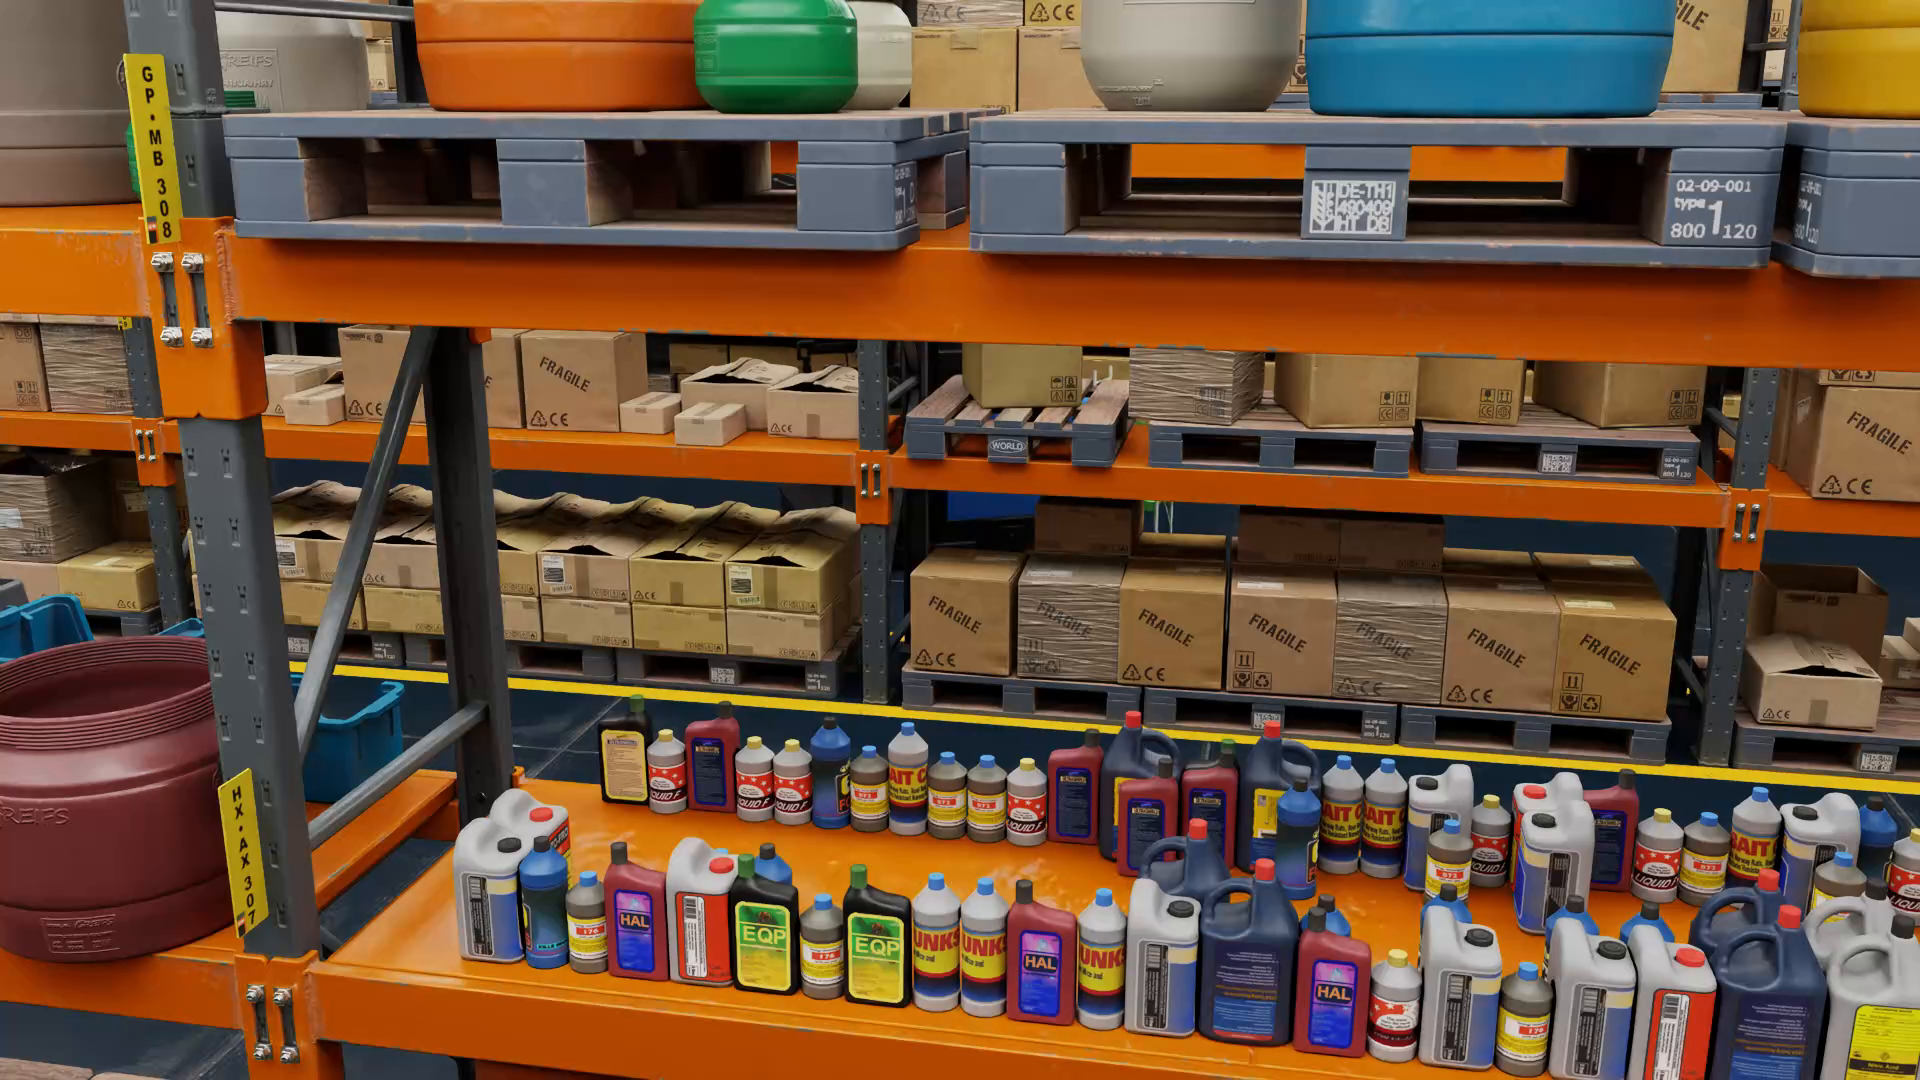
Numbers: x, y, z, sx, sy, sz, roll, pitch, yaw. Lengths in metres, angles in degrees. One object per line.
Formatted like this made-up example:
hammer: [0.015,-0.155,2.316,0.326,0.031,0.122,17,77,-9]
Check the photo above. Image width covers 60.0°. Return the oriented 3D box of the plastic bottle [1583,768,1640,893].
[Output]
plastic bottle: [1.451,0.649,3.747,0.133,0.283,0.061,3,16,11]

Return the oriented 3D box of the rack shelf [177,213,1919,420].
rack shelf: [0.636,-0.434,3.167,4.000,0.370,1.077,3,16,11]

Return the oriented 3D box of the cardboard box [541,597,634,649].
cardboard box: [-1.895,0.368,8.910,0.500,0.250,0.500,3,16,12]

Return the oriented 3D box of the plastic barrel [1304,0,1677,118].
plastic barrel: [0.893,-1.169,2.747,0.708,0.901,0.600,3,16,11]

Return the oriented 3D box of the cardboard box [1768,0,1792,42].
cardboard box: [5.718,-3.668,11.399,0.500,0.500,0.500,3,16,10]

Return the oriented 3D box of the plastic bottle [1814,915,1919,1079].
plastic bottle: [1.630,0.832,2.962,0.185,0.351,0.144,3,16,11]

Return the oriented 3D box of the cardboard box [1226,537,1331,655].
cardboard box: [1.653,0.298,8.655,0.500,0.500,0.500,3,16,9]

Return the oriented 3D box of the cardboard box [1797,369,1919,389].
cardboard box: [3.992,-0.955,7.262,0.500,0.500,0.500,4,16,13]

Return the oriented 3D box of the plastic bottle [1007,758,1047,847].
plastic bottle: [0.161,0.624,3.993,0.097,0.201,0.097,0,15,0]

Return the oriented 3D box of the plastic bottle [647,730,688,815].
plastic bottle: [-0.733,0.575,4.168,0.097,0.201,0.097,0,15,0]

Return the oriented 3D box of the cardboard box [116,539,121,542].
cardboard box: [-5.136,0.041,10.088,0.500,0.250,0.500,3,16,11]

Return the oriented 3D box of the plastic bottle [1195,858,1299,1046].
plastic bottle: [0.550,0.773,3.173,0.185,0.351,0.144,3,16,11]

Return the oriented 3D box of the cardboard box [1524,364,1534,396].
cardboard box: [3.907,-0.987,12.676,0.750,0.750,0.750,3,16,12]

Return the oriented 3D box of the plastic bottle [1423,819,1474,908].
plastic bottle: [1.077,0.715,3.664,0.097,0.201,0.097,0,15,0]

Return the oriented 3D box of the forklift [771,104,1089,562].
forklift: [-0.655,-1.339,10.835,3.031,2.935,1.130,-4,16,-15]

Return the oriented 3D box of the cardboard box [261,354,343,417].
cardboard box: [-3.762,-0.863,9.268,0.500,0.250,0.500,4,16,15]

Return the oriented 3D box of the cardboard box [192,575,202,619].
cardboard box: [-3.907,0.259,9.301,0.500,0.250,0.500,3,16,10]

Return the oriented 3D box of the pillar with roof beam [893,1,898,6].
pillar with roof beam: [-1.309,-4.093,9.412,0.400,9.000,9.100,3,16,11]

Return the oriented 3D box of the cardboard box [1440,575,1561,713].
cardboard box: [2.563,0.489,7.967,0.500,0.500,0.500,3,16,11]

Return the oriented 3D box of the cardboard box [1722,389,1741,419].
cardboard box: [5.582,-0.998,12.156,0.250,0.149,0.380,4,16,13]

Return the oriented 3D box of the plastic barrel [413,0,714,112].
plastic barrel: [-0.768,-1.265,3.230,0.708,0.830,0.600,3,16,11]

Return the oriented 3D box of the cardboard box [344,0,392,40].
cardboard box: [-3.094,-2.819,8.521,0.500,0.500,0.500,5,16,16]

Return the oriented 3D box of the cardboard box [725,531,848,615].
cardboard box: [-0.896,0.152,8.637,0.500,0.311,0.500,4,16,13]

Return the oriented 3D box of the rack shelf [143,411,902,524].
rack shelf: [-2.293,-0.496,9.013,4.000,0.370,1.077,3,16,11]

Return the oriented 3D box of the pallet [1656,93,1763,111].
pallet: [2.961,-1.932,7.581,1.003,0.211,1.213,3,16,11]

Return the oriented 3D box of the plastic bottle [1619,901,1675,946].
plastic bottle: [1.300,0.817,3.163,0.097,0.271,0.097,0,15,0]

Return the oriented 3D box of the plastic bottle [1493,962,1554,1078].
plastic bottle: [1.042,0.879,3.074,0.097,0.201,0.097,0,15,0]

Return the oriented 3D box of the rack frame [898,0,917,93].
rack frame: [-0.333,-3.628,7.732,0.127,3.000,1.000,3,16,11]

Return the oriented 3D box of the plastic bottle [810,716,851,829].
plastic bottle: [-0.316,0.564,4.077,0.097,0.271,0.097,0,15,0]

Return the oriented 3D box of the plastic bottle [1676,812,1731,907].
plastic bottle: [1.656,0.705,3.700,0.097,0.201,0.097,0,15,0]

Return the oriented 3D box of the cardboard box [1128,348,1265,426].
cardboard box: [1.165,-0.885,8.093,0.500,0.500,0.700,6,17,22]

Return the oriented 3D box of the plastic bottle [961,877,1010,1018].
plastic bottle: [0.049,0.791,3.259,0.097,0.271,0.097,0,15,0]

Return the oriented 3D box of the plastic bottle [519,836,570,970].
plastic bottle: [-0.856,0.742,3.436,0.097,0.271,0.097,0,15,0]

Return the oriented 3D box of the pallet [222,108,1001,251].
pallet: [-0.594,-0.729,3.241,1.213,0.211,1.003,3,16,11]

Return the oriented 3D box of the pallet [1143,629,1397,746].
pallet: [1.583,0.722,8.490,1.213,0.211,1.003,3,16,11]

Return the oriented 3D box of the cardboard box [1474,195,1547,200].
cardboard box: [4.171,-2.475,12.622,0.500,0.250,0.500,4,16,13]

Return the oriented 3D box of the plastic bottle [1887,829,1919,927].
plastic bottle: [2.074,0.728,3.618,0.097,0.201,0.097,0,15,0]

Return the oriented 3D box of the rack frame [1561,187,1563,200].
rack frame: [4.570,-1.820,12.444,0.127,3.000,1.000,3,16,11]

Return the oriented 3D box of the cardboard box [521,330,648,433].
cardboard box: [-1.981,-0.870,8.826,0.500,0.500,0.500,2,16,8]

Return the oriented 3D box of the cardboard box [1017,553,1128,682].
cardboard box: [0.570,0.381,8.355,0.500,0.500,0.500,3,16,9]

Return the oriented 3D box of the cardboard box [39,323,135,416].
cardboard box: [-4.689,-1.020,9.367,0.500,0.500,0.700,3,16,10]

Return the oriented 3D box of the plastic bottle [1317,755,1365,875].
plastic bottle: [0.880,0.629,3.843,0.097,0.271,0.097,0,15,0]

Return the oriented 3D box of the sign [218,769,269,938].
sign: [-1.427,0.624,3.313,0.005,0.325,0.100,3,16,11]

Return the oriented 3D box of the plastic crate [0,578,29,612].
plastic crate: [-2.847,0.362,4.446,0.583,0.464,0.402,3,16,11]

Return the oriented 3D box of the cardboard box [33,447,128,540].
cardboard box: [-5.137,-0.319,9.985,0.500,0.500,0.500,3,16,11]

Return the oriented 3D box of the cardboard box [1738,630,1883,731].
cardboard box: [3.955,0.639,7.780,0.500,0.311,0.500,3,16,11]

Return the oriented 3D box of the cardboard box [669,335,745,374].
cardboard box: [-2.113,-1.557,13.948,0.500,0.250,0.500,3,16,10]

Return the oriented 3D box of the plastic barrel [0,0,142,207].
plastic barrel: [-2.085,-1.229,3.751,0.600,0.901,0.600,0,15,0]

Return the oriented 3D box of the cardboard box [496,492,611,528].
cardboard box: [-2.308,-0.070,9.438,0.500,0.311,0.500,3,16,10]

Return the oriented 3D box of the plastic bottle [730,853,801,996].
plastic bottle: [-0.389,0.766,3.325,0.133,0.283,0.061,3,16,11]

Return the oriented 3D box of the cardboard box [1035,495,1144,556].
cardboard box: [0.686,-0.115,8.743,0.500,0.250,0.500,4,16,13]

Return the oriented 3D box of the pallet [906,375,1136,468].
pallet: [0.345,-0.627,8.495,1.003,0.211,1.213,3,16,11]

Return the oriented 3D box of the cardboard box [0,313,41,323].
cardboard box: [-5.061,-1.296,9.148,0.250,0.149,0.380,3,16,9]

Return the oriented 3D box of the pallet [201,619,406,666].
pallet: [-3.523,0.423,9.569,1.213,0.211,1.003,3,16,11]

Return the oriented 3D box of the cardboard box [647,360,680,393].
cardboard box: [-2.545,-1.218,14.129,0.500,0.500,0.700,4,16,13]

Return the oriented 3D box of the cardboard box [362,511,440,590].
cardboard box: [-2.901,0.045,9.023,0.500,0.311,0.500,3,16,9]

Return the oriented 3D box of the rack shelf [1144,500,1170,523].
rack shelf: [1.164,-0.248,11.276,0.480,0.148,0.258,10,18,32]

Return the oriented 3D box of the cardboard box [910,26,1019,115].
cardboard box: [0.101,-2.216,8.067,0.500,0.500,0.910,3,16,11]

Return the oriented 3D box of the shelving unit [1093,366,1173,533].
shelving unit: [1.164,-0.540,11.195,0.503,1.200,0.258,10,18,32]

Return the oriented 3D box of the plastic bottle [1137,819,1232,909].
plastic bottle: [0.449,0.727,3.343,0.185,0.351,0.144,3,16,11]
